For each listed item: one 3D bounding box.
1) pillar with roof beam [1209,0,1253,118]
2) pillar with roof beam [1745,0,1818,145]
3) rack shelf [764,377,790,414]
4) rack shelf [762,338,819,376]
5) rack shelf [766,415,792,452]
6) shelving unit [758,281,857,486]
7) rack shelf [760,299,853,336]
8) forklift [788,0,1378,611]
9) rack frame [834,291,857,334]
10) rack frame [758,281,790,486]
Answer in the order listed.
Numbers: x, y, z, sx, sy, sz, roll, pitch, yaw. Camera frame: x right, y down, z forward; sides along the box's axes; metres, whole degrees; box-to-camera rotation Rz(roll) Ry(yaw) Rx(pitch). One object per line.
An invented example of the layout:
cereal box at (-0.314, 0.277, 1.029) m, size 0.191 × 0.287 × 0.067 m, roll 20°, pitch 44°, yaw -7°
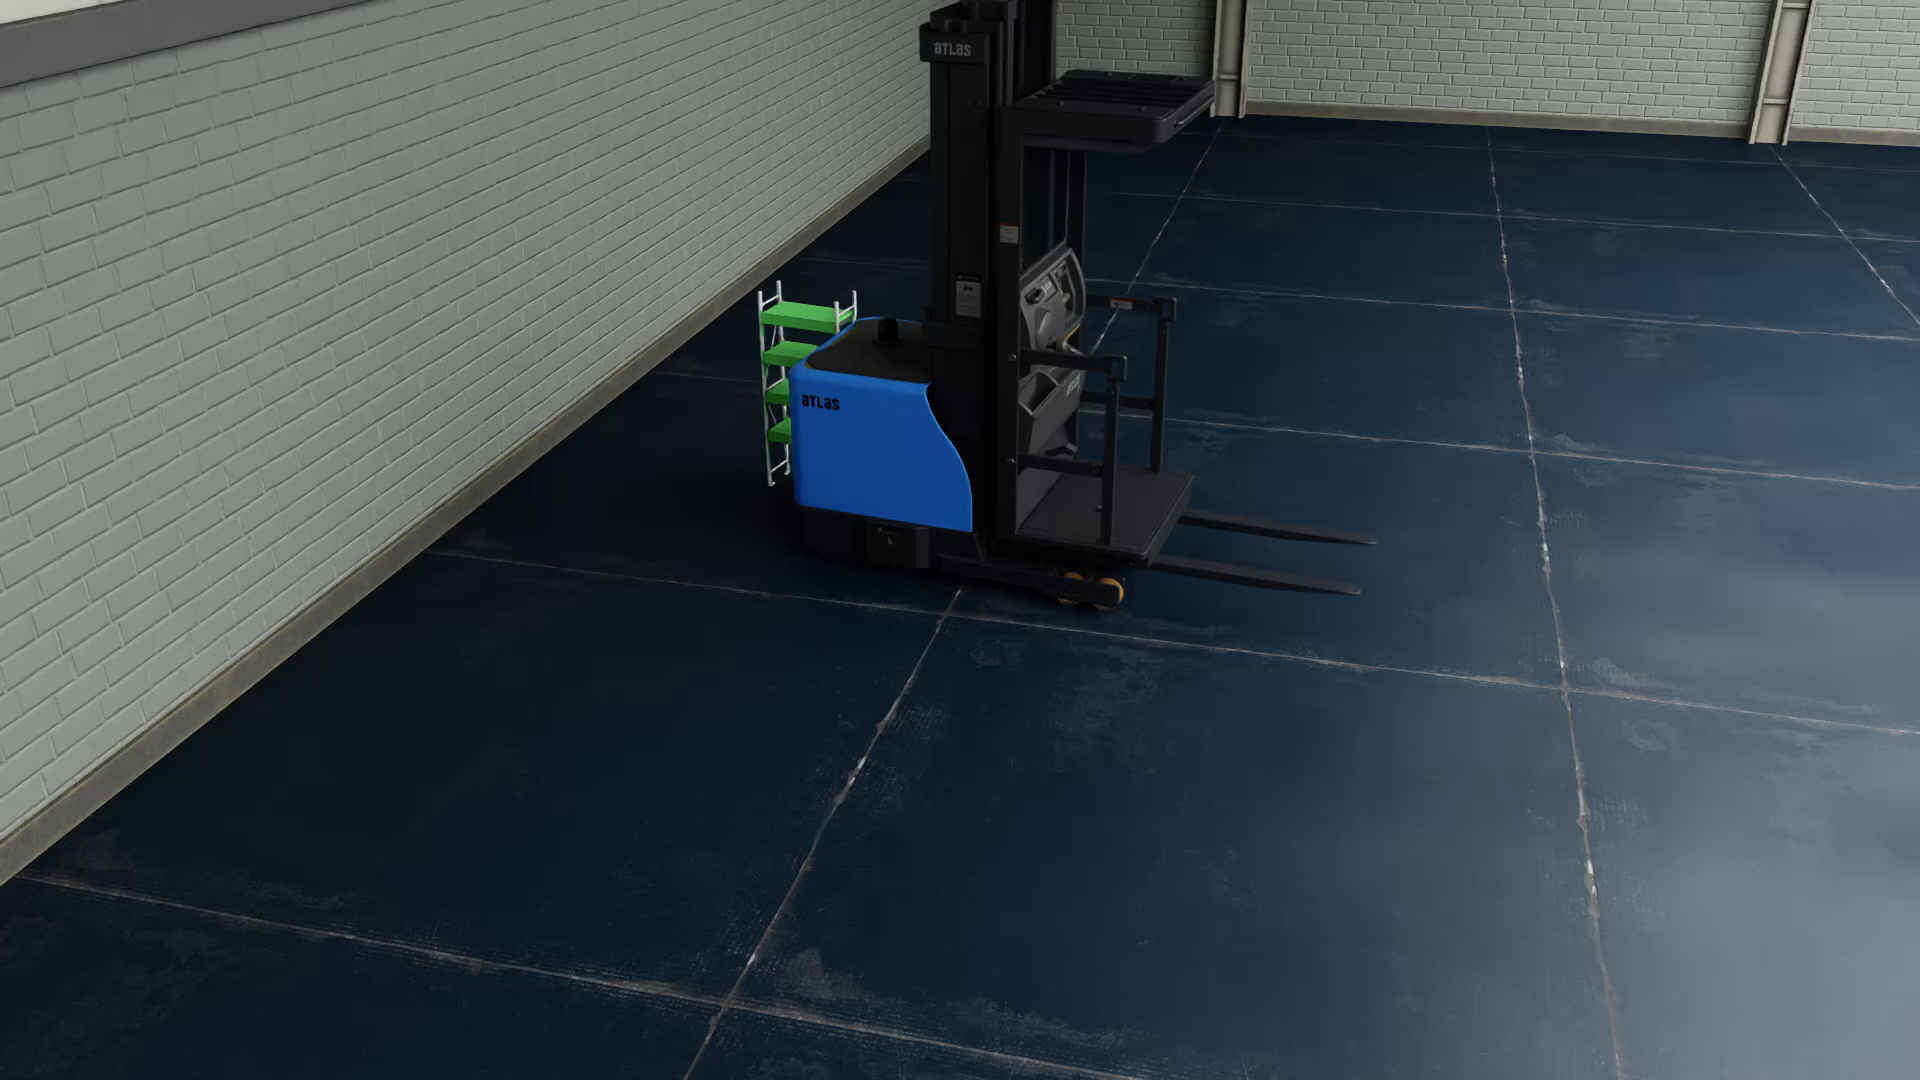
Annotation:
pillar with roof beam at (2.140, -7.379, 14.280) m, size 0.400 × 9.000 × 9.100 m, roll 6°, pitch 26°, yaw 13°
pillar with roof beam at (7.950, -6.736, 12.931) m, size 0.400 × 9.000 × 9.100 m, roll 6°, pitch 26°, yaw 13°
rack shelf at (-0.867, -0.810, 9.703) m, size 0.480 × 0.148 × 0.258 m, roll 11°, pitch 27°, yaw 21°
rack shelf at (-0.867, -1.026, 9.600) m, size 0.480 × 0.148 × 0.258 m, roll 11°, pitch 27°, yaw 21°
rack shelf at (-0.867, -0.593, 9.806) m, size 0.480 × 0.148 × 0.258 m, roll 11°, pitch 27°, yaw 21°
shelving unit at (-0.867, -0.867, 9.676) m, size 0.503 × 1.200 × 0.258 m, roll 11°, pitch 27°, yaw 21°
rack shelf at (-0.867, -1.243, 9.497) m, size 0.480 × 0.148 × 0.258 m, roll 11°, pitch 27°, yaw 21°
forklift at (0.661, -1.218, 8.399) m, size 3.031 × 2.935 × 1.130 m, roll 9°, pitch 27°, yaw 18°
rack frame at (-0.644, -0.825, 9.588) m, size 0.015 × 1.200 × 0.240 m, roll 11°, pitch 27°, yaw 21°
rack frame at (-1.091, -0.909, 9.764) m, size 0.015 × 1.200 × 0.240 m, roll 11°, pitch 27°, yaw 21°
